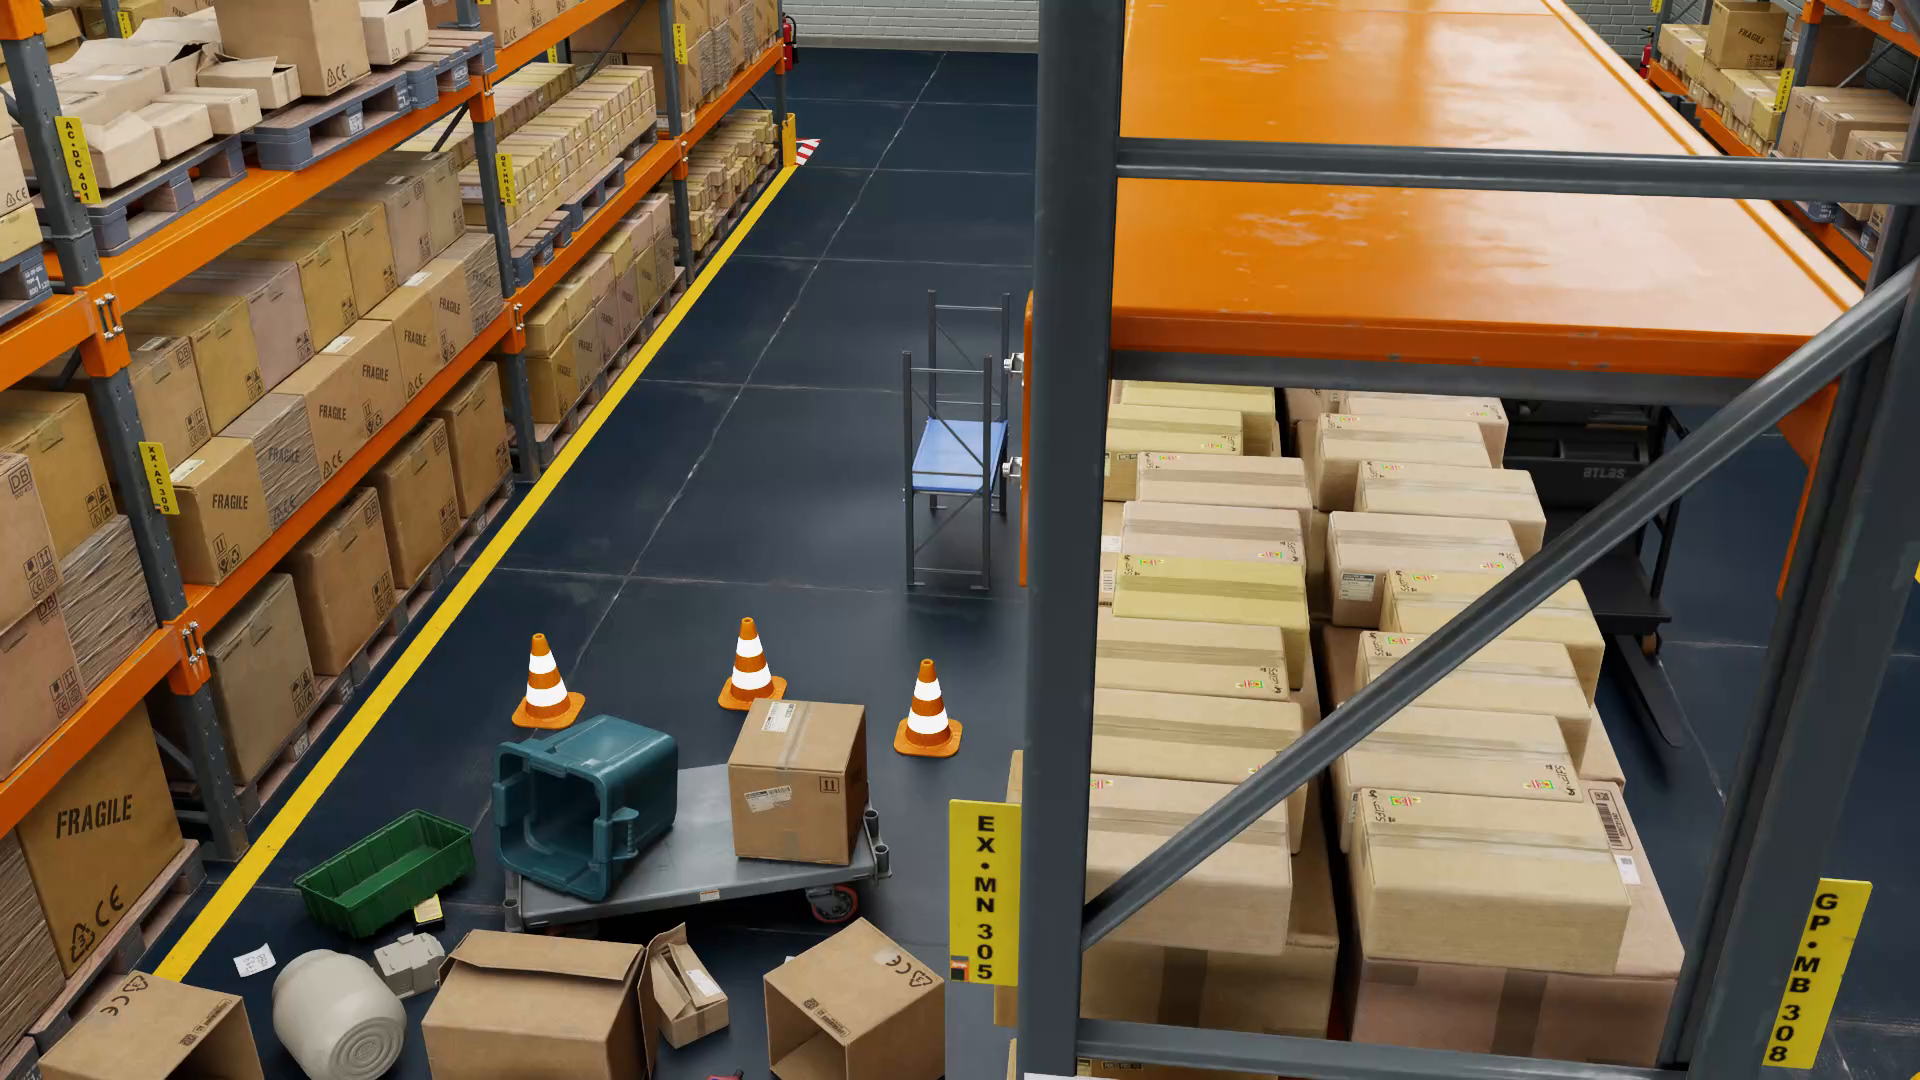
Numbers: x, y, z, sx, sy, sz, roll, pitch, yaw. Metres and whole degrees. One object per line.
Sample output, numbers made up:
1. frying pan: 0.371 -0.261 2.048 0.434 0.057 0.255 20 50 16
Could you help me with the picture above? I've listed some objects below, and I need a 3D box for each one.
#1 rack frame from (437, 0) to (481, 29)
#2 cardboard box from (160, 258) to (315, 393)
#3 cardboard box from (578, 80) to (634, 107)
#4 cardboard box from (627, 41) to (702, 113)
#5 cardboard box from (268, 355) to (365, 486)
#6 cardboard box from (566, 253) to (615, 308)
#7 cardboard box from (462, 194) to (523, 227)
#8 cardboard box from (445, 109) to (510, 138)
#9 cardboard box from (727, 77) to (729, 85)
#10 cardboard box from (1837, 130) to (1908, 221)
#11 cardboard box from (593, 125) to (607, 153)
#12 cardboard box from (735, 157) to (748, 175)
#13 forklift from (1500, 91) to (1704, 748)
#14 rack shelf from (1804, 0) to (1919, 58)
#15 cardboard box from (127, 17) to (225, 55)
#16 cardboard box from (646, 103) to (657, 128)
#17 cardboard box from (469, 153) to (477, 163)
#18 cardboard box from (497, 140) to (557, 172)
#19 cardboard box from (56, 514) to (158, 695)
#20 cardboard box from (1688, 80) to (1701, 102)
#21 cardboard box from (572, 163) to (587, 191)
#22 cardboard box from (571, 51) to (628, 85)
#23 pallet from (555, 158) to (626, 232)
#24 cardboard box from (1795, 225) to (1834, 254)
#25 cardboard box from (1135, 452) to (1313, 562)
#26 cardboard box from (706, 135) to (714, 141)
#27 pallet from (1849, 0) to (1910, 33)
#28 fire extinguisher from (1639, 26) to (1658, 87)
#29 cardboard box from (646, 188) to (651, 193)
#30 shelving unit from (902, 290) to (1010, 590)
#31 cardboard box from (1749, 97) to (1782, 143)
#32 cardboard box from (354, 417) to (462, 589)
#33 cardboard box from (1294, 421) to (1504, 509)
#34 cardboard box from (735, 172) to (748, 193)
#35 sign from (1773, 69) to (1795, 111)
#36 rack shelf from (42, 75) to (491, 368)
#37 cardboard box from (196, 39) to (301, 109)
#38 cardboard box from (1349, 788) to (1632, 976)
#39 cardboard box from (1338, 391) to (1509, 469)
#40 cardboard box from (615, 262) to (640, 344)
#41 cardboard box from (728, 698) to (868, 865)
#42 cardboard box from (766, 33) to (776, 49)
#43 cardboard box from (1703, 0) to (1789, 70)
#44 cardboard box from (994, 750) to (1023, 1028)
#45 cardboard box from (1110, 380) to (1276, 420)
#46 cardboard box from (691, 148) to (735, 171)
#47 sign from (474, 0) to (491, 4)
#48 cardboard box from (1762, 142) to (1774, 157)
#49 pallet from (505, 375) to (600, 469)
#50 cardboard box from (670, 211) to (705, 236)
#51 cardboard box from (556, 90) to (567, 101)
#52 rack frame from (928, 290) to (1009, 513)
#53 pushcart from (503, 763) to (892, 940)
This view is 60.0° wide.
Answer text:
1. rack frame: -3.361 -4.392 9.207 1.000 3.000 0.127 3 28 6
2. cardboard box: -3.673 -1.067 8.200 0.700 0.500 0.500 4 29 7
3. cardboard box: -2.792 -3.522 13.112 0.380 0.149 0.250 2 28 5
4. cardboard box: -2.560 -4.027 14.436 0.500 0.500 0.500 3 28 5
5. cardboard box: -3.395 -0.617 8.420 0.500 0.500 0.500 3 28 6
6. cardboard box: -2.901 -1.947 12.396 0.500 0.250 0.500 4 29 7
7. cardboard box: -3.103 -2.172 10.920 0.380 0.149 0.250 5 29 8
8. cardboard box: -3.563 -3.076 12.283 0.380 0.149 0.250 4 29 8
9. cardboard box: -2.412 -4.389 15.792 0.380 0.149 0.250 4 29 8
10. cardboard box: 6.540 -2.508 11.487 0.700 0.500 0.500 3 28 6
11. cardboard box: -2.882 -3.020 12.493 0.380 0.149 0.250 3 29 6
12. cardboard box: -2.325 -3.704 16.504 0.380 0.149 0.250 5 29 9
13. forklift: 3.370 -0.805 8.946 1.130 2.935 3.031 2 28 5
14. rack shelf: 6.736 -3.170 10.859 1.077 0.370 4.000 3 28 6
15. cardboard box: -3.793 -2.456 8.321 0.500 0.311 0.500 3 28 5
16. cardboard box: -2.723 -3.510 13.717 0.380 0.149 0.250 3 28 5
17. cardboard box: -3.628 -2.700 11.900 0.380 0.149 0.250 3 28 6
18. cardboard box: -3.015 -2.660 11.512 0.380 0.149 0.250 2 28 4
19. cardboard box: -3.885 0.240 6.776 0.875 0.550 0.550 3 28 6
20. cardboard box: 6.951 -4.137 15.324 0.380 0.149 0.250 3 28 5
21. cardboard box: -2.946 -2.649 12.118 0.380 0.149 0.250 4 29 7
22. cardboard box: -3.092 -4.053 14.484 0.500 0.500 0.500 3 28 6
23. pallet: -3.159 -2.601 12.409 1.003 0.211 1.213 3 28 6
24. cardboard box: 6.688 -2.330 12.899 0.380 0.149 0.250 2 28 4
25. cardboard box: 0.592 -0.076 3.782 0.380 0.149 0.250 3 28 5
26. cardboard box: -2.732 -4.100 17.239 0.380 0.149 0.250 4 29 7
27. pallet: 6.707 -3.554 11.011 1.213 0.211 1.003 3 28 6
28. fire extinguisher: 7.030 -4.888 16.927 0.296 0.674 0.183 3 28 6
29. cardboard box: -3.070 -3.249 15.345 0.380 0.149 0.250 3 28 6
30. shelving unit: -0.010 -0.620 10.112 0.538 1.500 1.048 3 28 6
31. cardboard box: 6.801 -3.426 13.583 0.500 0.250 0.500 4 29 7
32. cardboard box: -3.629 -0.252 9.777 1.050 0.750 0.750 4 29 7
33. cardboard box: 1.102 -0.073 4.197 0.500 0.250 0.500 4 29 7
34. cardboard box: -2.327 -3.572 16.573 0.380 0.149 0.250 4 29 7
35. sign: 6.441 -3.516 12.994 0.100 0.325 0.005 3 28 6
36. rack shelf: -3.606 -1.814 8.342 1.077 0.370 4.000 3 28 6
37. cardboard box: -3.412 -2.227 7.944 0.396 0.266 0.258 3 28 6
38. cardboard box: 0.830 0.538 2.642 0.380 0.149 0.250 3 28 6
39. cardboard box: 1.156 -0.292 4.183 0.380 0.149 0.250 4 29 7
40. cardboard box: -2.842 -1.873 13.048 0.500 0.500 0.500 3 28 5
41. cardboard box: -0.696 1.050 7.268 0.500 0.500 0.500 3 28 6
42. cardboard box: -2.140 -5.236 17.364 0.380 0.149 0.250 3 28 6
43. cardboard box: 6.964 -4.481 14.751 0.500 0.500 0.500 4 29 7
44. cardboard box: 0.459 0.903 4.231 0.700 0.500 0.500 3 28 6
45. cardboard box: 0.620 -0.344 4.700 0.500 0.250 0.500 4 29 7
46. cardboard box: -2.406 -3.710 16.202 0.380 0.149 0.250 3 29 6
47. sign: -2.811 -3.298 9.710 0.100 0.325 0.005 3 28 6
48. cardboard box: 6.769 -3.161 13.513 0.380 0.149 0.250 4 29 7
49. pallet: -3.264 -0.891 11.974 1.003 0.211 1.213 3 28 6
50. cardboard box: -2.509 -2.847 14.913 0.380 0.149 0.250 5 29 9
51. cardboard box: -3.406 -3.558 13.493 0.380 0.149 0.250 3 28 5
52. rack frame: 0.052 -0.859 10.556 0.500 1.500 0.032 3 28 6
53. pushcart: -1.195 1.417 7.514 1.648 0.377 0.936 -6 29 -11
